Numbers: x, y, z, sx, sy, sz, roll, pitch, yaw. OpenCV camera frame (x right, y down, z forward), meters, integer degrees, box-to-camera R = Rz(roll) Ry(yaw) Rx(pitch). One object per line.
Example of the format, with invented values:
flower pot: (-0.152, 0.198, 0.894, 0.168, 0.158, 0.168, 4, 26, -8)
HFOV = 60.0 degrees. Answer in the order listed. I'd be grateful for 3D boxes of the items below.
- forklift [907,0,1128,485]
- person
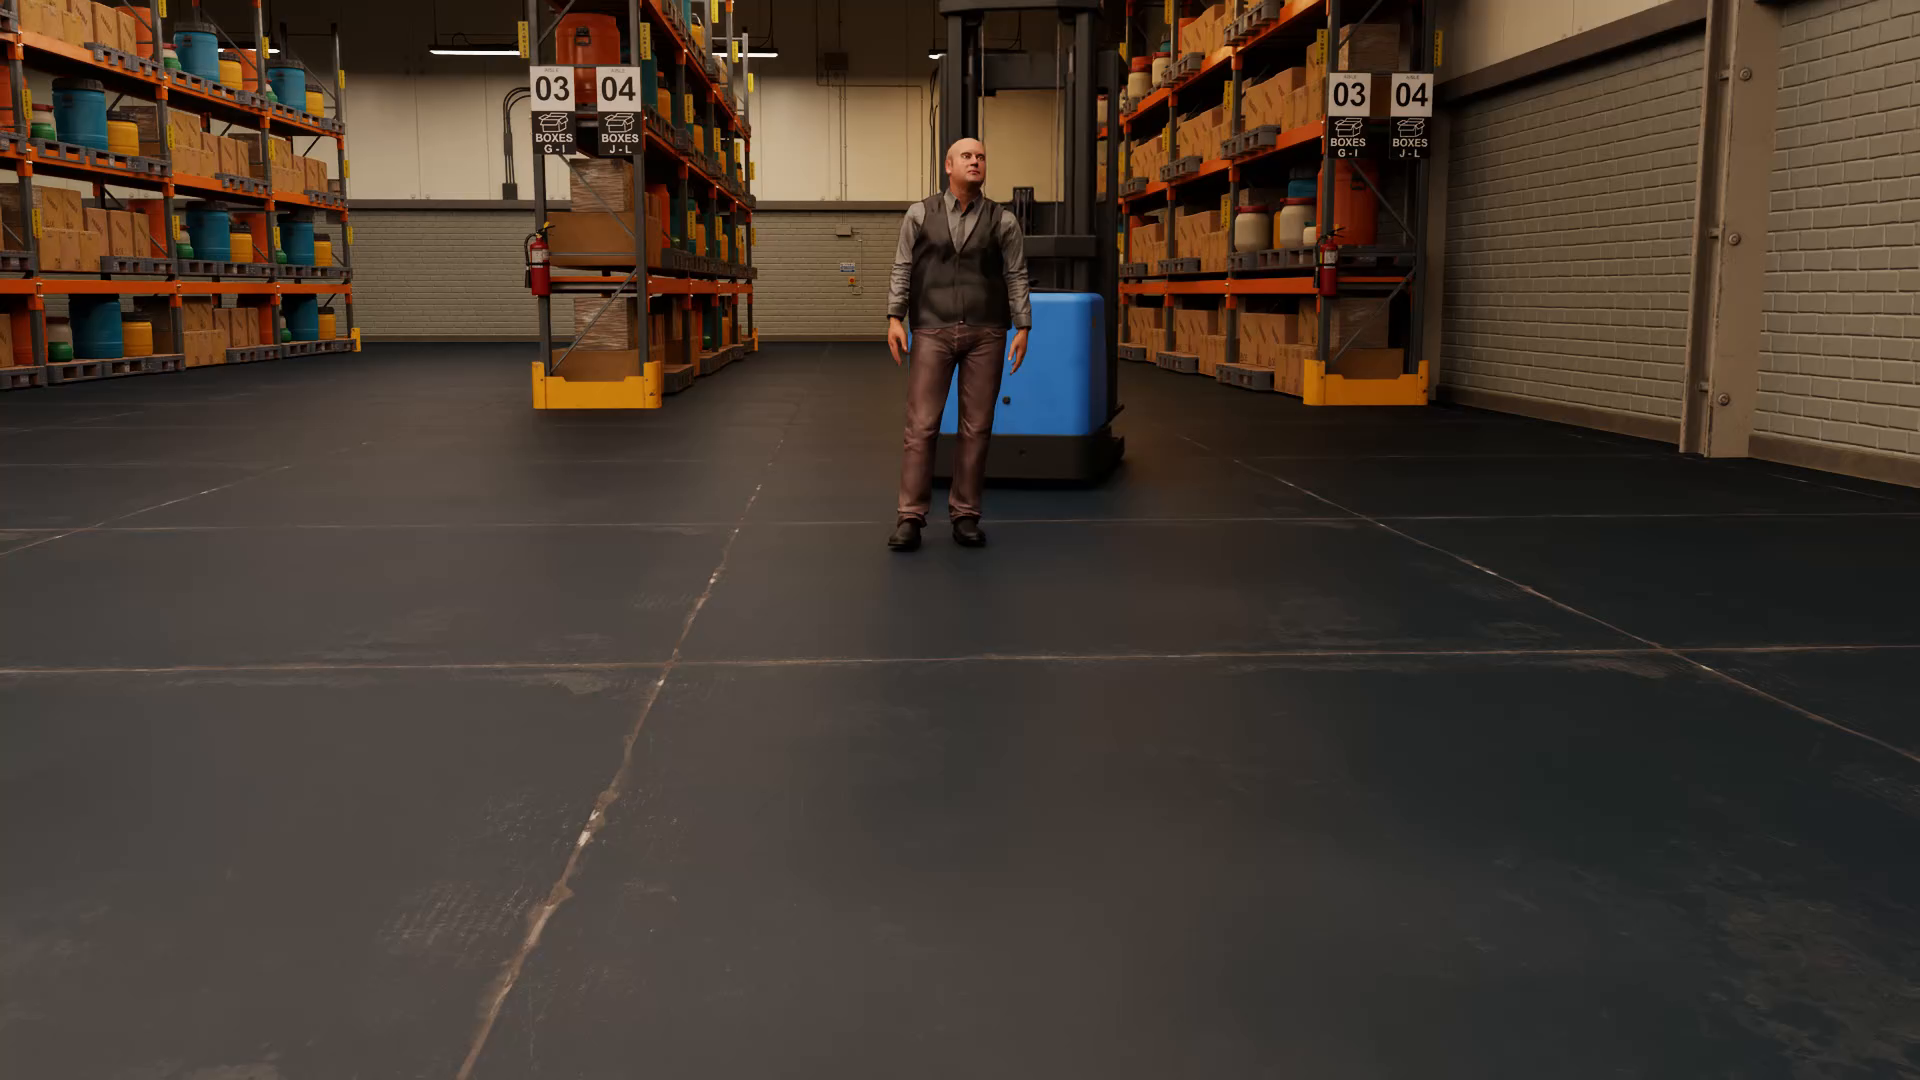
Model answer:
forklift: (0.459, -1.936, 10.371, 1.130, 2.935, 3.031, 1, 9, 10)
person: (-0.003, -0.849, 7.120, 0.633, 1.722, 0.566, -1, 8, -4)
